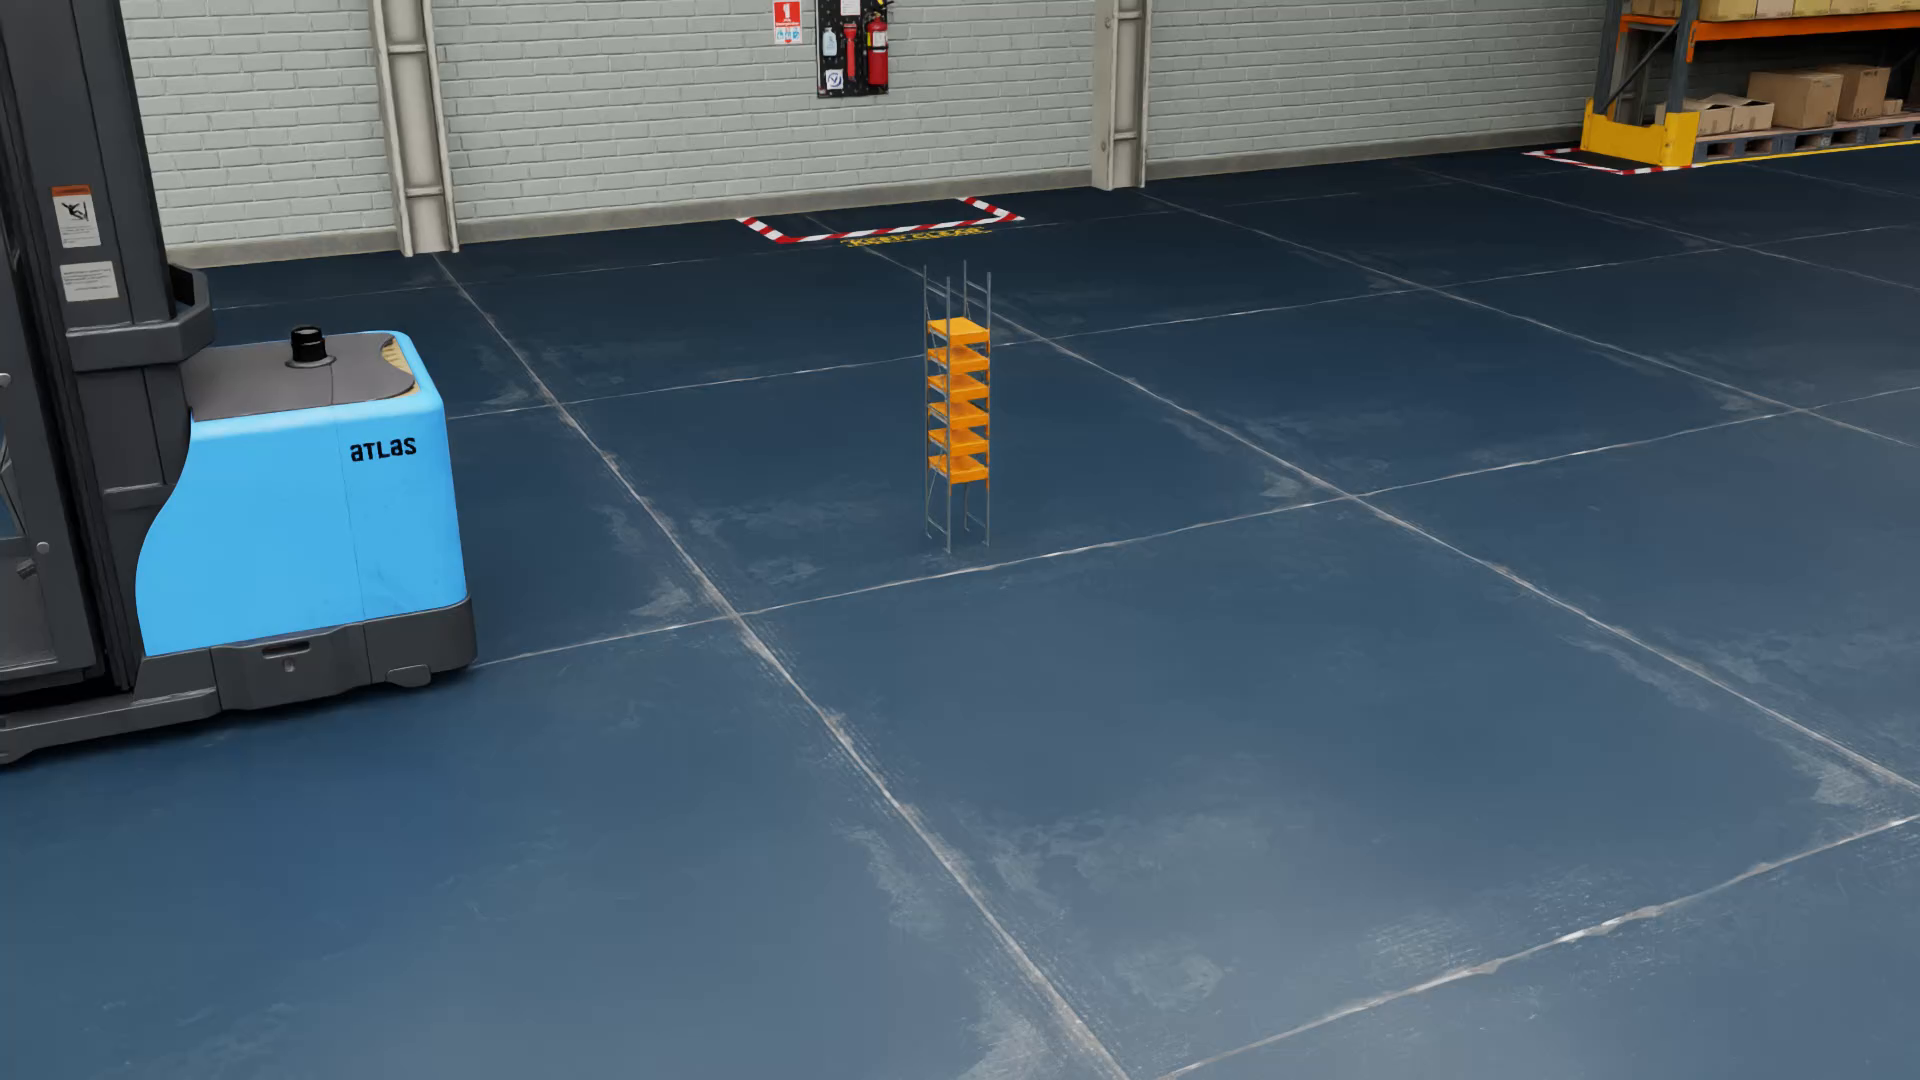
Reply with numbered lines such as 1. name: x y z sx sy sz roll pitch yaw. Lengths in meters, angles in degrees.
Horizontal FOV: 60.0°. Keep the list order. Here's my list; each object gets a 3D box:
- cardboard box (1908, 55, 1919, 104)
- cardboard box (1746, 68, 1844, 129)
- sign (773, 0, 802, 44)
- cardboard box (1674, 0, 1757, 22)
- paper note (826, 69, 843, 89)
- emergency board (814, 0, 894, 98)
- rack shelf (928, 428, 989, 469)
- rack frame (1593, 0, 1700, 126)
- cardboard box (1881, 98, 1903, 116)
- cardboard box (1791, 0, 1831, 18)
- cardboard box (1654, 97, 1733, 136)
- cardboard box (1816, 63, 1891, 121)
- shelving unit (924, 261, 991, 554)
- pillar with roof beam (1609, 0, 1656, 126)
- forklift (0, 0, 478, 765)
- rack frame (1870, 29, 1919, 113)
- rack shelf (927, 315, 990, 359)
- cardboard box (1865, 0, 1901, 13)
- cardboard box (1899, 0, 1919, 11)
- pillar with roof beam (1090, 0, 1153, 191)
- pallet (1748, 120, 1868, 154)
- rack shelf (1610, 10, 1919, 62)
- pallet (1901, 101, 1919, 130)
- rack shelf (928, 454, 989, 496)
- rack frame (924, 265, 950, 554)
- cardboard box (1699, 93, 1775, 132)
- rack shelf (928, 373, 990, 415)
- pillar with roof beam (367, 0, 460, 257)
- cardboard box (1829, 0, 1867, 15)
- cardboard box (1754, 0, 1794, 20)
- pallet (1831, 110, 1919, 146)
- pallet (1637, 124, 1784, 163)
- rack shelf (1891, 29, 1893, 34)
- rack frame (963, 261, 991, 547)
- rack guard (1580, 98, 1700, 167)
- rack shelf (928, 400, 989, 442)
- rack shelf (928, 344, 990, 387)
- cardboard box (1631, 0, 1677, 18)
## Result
1. cardboard box: 10.824 -4.982 18.058 0.500 0.500 0.700 -10 24 -22
2. cardboard box: 8.422 -4.474 16.829 0.500 0.500 0.700 -12 25 -27
3. sign: -1.374 -4.125 13.247 0.234 0.329 0.001 -10 25 -24
4. cardboard box: 7.141 -5.054 15.708 0.500 0.250 0.500 -11 25 -25
5. paper note: -1.020 -3.752 13.545 0.142 0.148 0.016 -10 25 -24
6. emergency board: -0.831 -4.165 13.390 0.643 1.169 0.194 -10 25 -24
7. rack shelf: -0.013 -0.400 7.078 0.180 0.103 0.258 -10 25 -24
8. rack frame: 6.563 -5.143 15.752 0.127 3.000 1.000 -10 25 -24
9. cardboard box: 9.698 -4.601 17.573 0.250 0.166 0.380 -14 26 -30
10. cardboard box: 8.064 -5.228 16.127 0.500 0.250 0.500 -11 25 -24
11. cardboard box: 7.226 -4.187 16.384 0.500 0.311 0.500 -14 26 -30
12. cardboard box: 9.250 -4.669 17.299 0.500 0.500 0.500 -12 26 -28
13. shelving unit: -0.013 -0.552 7.015 0.189 1.200 0.258 -10 25 -24
14. pillar with roof beam: 8.686 -6.845 12.021 0.400 9.000 9.100 -10 25 -24
15. forklift: -3.315 -0.788 5.321 3.031 2.935 1.130 -10 24 -22
16. rack frame: 10.168 -5.806 17.355 0.127 3.000 1.000 -10 25 -24
17. rack shelf: -0.013 -0.844 6.894 0.180 0.103 0.258 -10 25 -24
18. cardboard box: 8.973 -5.395 16.530 0.500 0.250 0.500 -11 25 -24
19. cardboard box: 9.420 -5.483 16.745 0.500 0.250 0.500 -10 25 -23
20. pillar with roof beam: 3.280 -5.850 9.617 0.400 9.000 9.100 -10 25 -24
21. pallet: 8.477 -4.190 17.097 1.213 0.211 1.003 -10 25 -24
22. rack shelf: 8.365 -5.142 16.691 4.000 0.370 1.077 -10 25 -24
23. pallet: 10.868 -4.647 18.201 1.213 0.211 1.003 -10 25 -24
24. rack shelf: -0.013 -0.289 7.124 0.180 0.103 0.258 -10 25 -24
25. rack frame: -0.095 -0.537 6.978 0.006 1.200 0.240 -10 25 -24
26. cardboard box: 7.739 -4.282 16.613 0.500 0.311 0.500 -8 24 -19
27. rack shelf: -0.013 -0.622 6.986 0.180 0.103 0.258 -10 25 -24
28. pillar with roof beam: -2.127 -4.855 7.212 0.400 9.000 9.100 -10 25 -24
29. cardboard box: 8.520 -5.311 16.328 0.500 0.250 0.500 -10 25 -23
30. cardboard box: 7.602 -5.145 15.928 0.500 0.250 0.500 -11 25 -25
31. pallet: 9.578 -4.394 17.590 1.213 0.211 1.003 -10 25 -24
32. pallet: 7.379 -3.989 16.612 1.213 0.211 1.003 -10 25 -24
33. rack shelf: 11.970 -5.806 18.294 4.000 0.370 1.077 -10 25 -24
34. rack frame: 0.069 -0.567 7.051 0.006 1.200 0.240 -10 25 -24
35. rack guard: 6.632 -4.000 16.260 0.348 0.500 1.175 -10 25 -24
36. rack shelf: -0.013 -0.511 7.032 0.180 0.103 0.258 -10 25 -24
37. rack shelf: -0.013 -0.733 6.940 0.180 0.103 0.258 -10 25 -24
38. cardboard box: 6.900 -5.227 16.125 0.500 0.250 0.500 -10 25 -23
